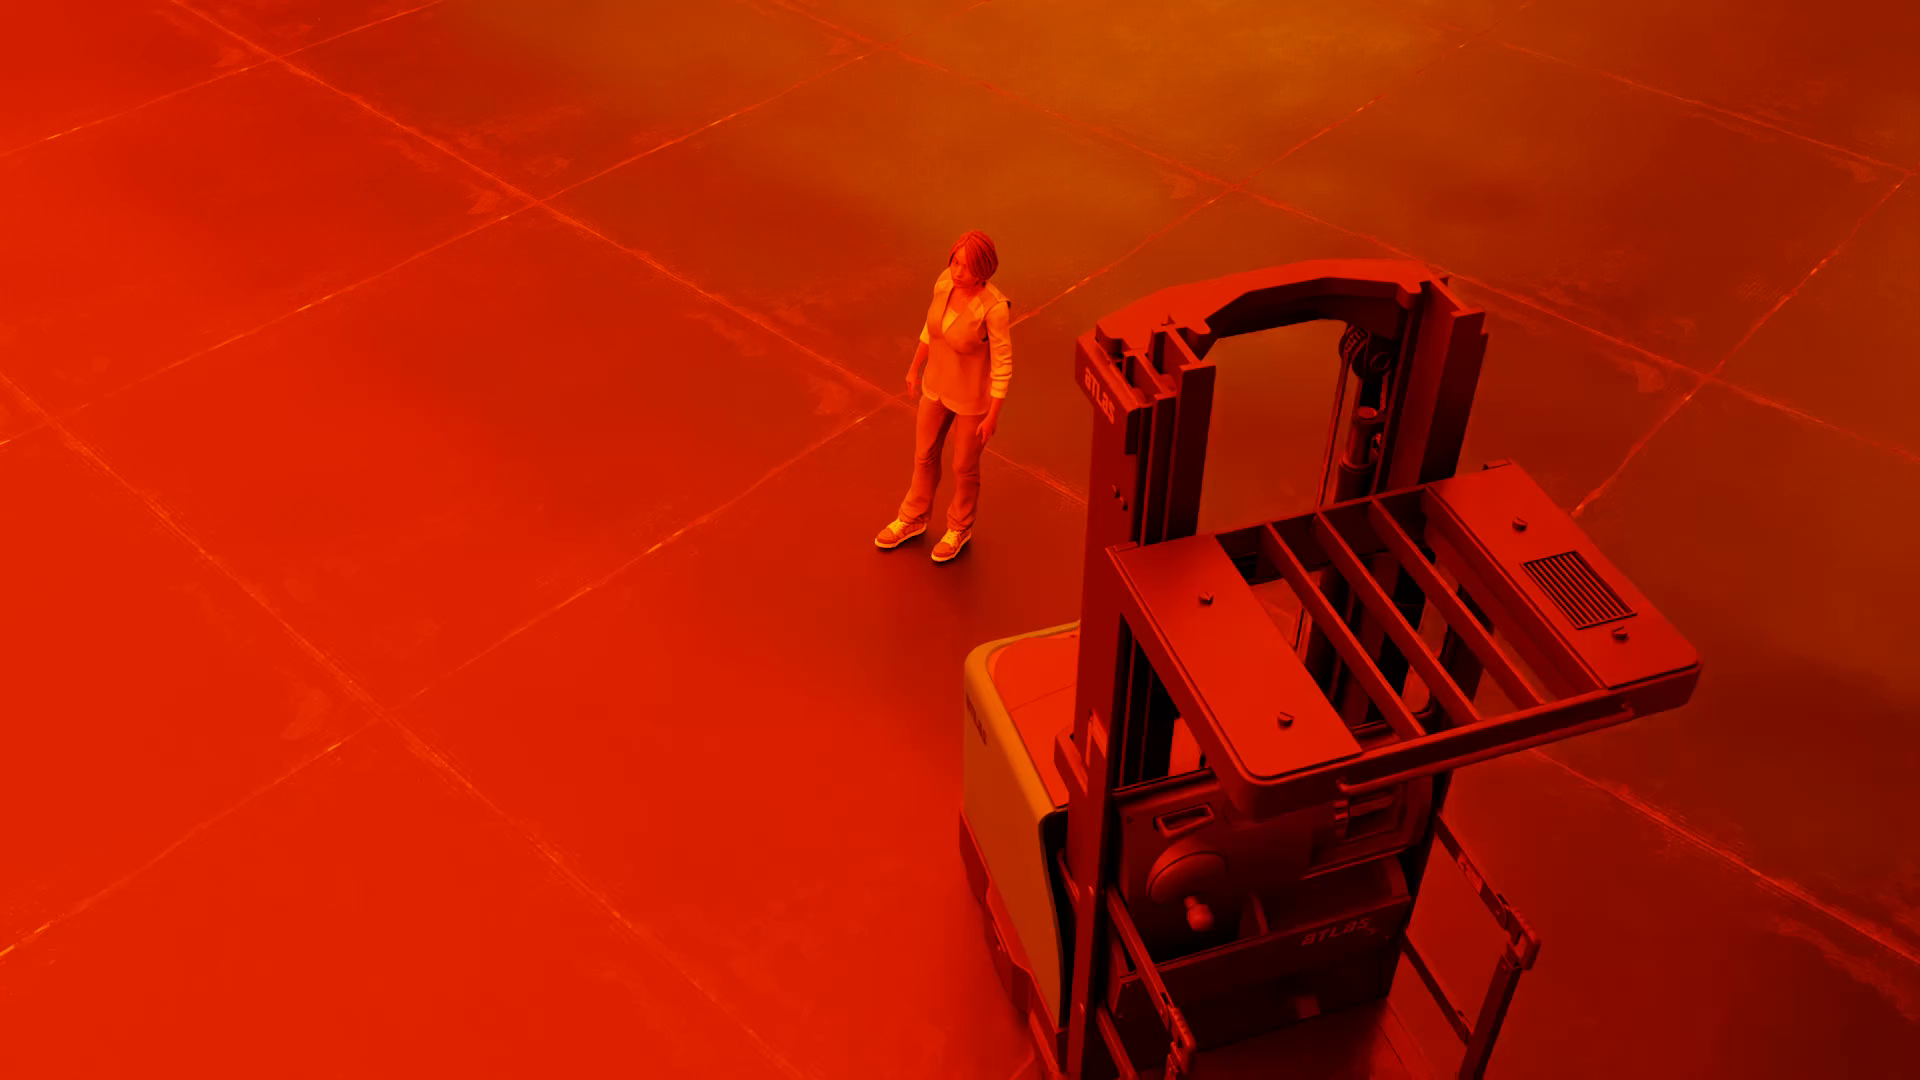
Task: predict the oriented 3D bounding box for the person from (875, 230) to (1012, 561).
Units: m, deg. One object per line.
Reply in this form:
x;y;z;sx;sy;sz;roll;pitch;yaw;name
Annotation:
-0.060;-0.582;7.120;0.521;1.596;0.475;31;49;31;person

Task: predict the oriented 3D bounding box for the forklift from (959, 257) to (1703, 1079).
0.945;0.875;4.408;1.130;2.935;3.031;-12;42;-14;forklift
